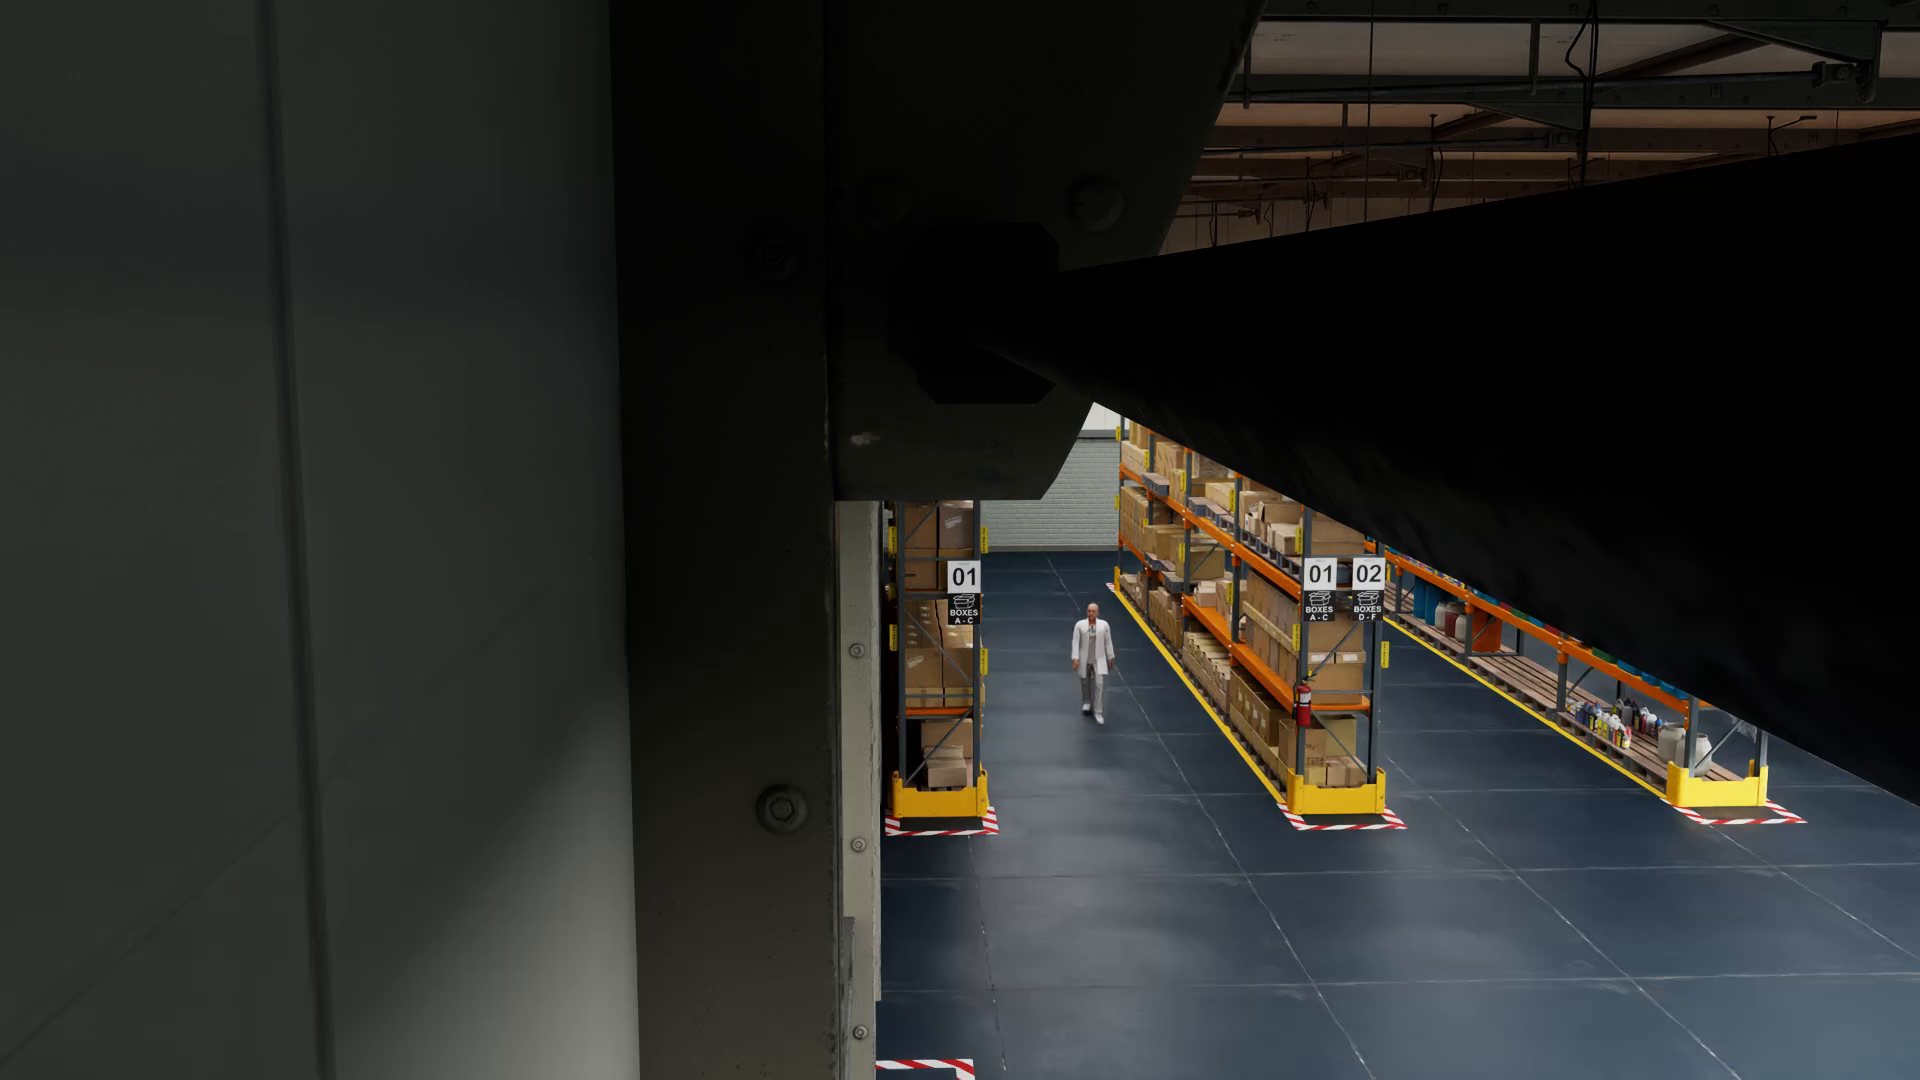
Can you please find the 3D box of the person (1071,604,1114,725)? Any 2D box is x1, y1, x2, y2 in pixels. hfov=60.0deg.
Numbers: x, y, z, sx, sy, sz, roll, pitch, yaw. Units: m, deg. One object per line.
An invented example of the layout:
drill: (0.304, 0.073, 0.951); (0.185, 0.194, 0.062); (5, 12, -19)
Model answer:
person: (2.012, 1.831, 25.231); (0.651, 1.726, 1.101); (1, 8, 7)

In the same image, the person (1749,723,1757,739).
person: (11.568, 2.076, 23.925); (0.430, 1.613, 0.986); (1, 8, 8)
